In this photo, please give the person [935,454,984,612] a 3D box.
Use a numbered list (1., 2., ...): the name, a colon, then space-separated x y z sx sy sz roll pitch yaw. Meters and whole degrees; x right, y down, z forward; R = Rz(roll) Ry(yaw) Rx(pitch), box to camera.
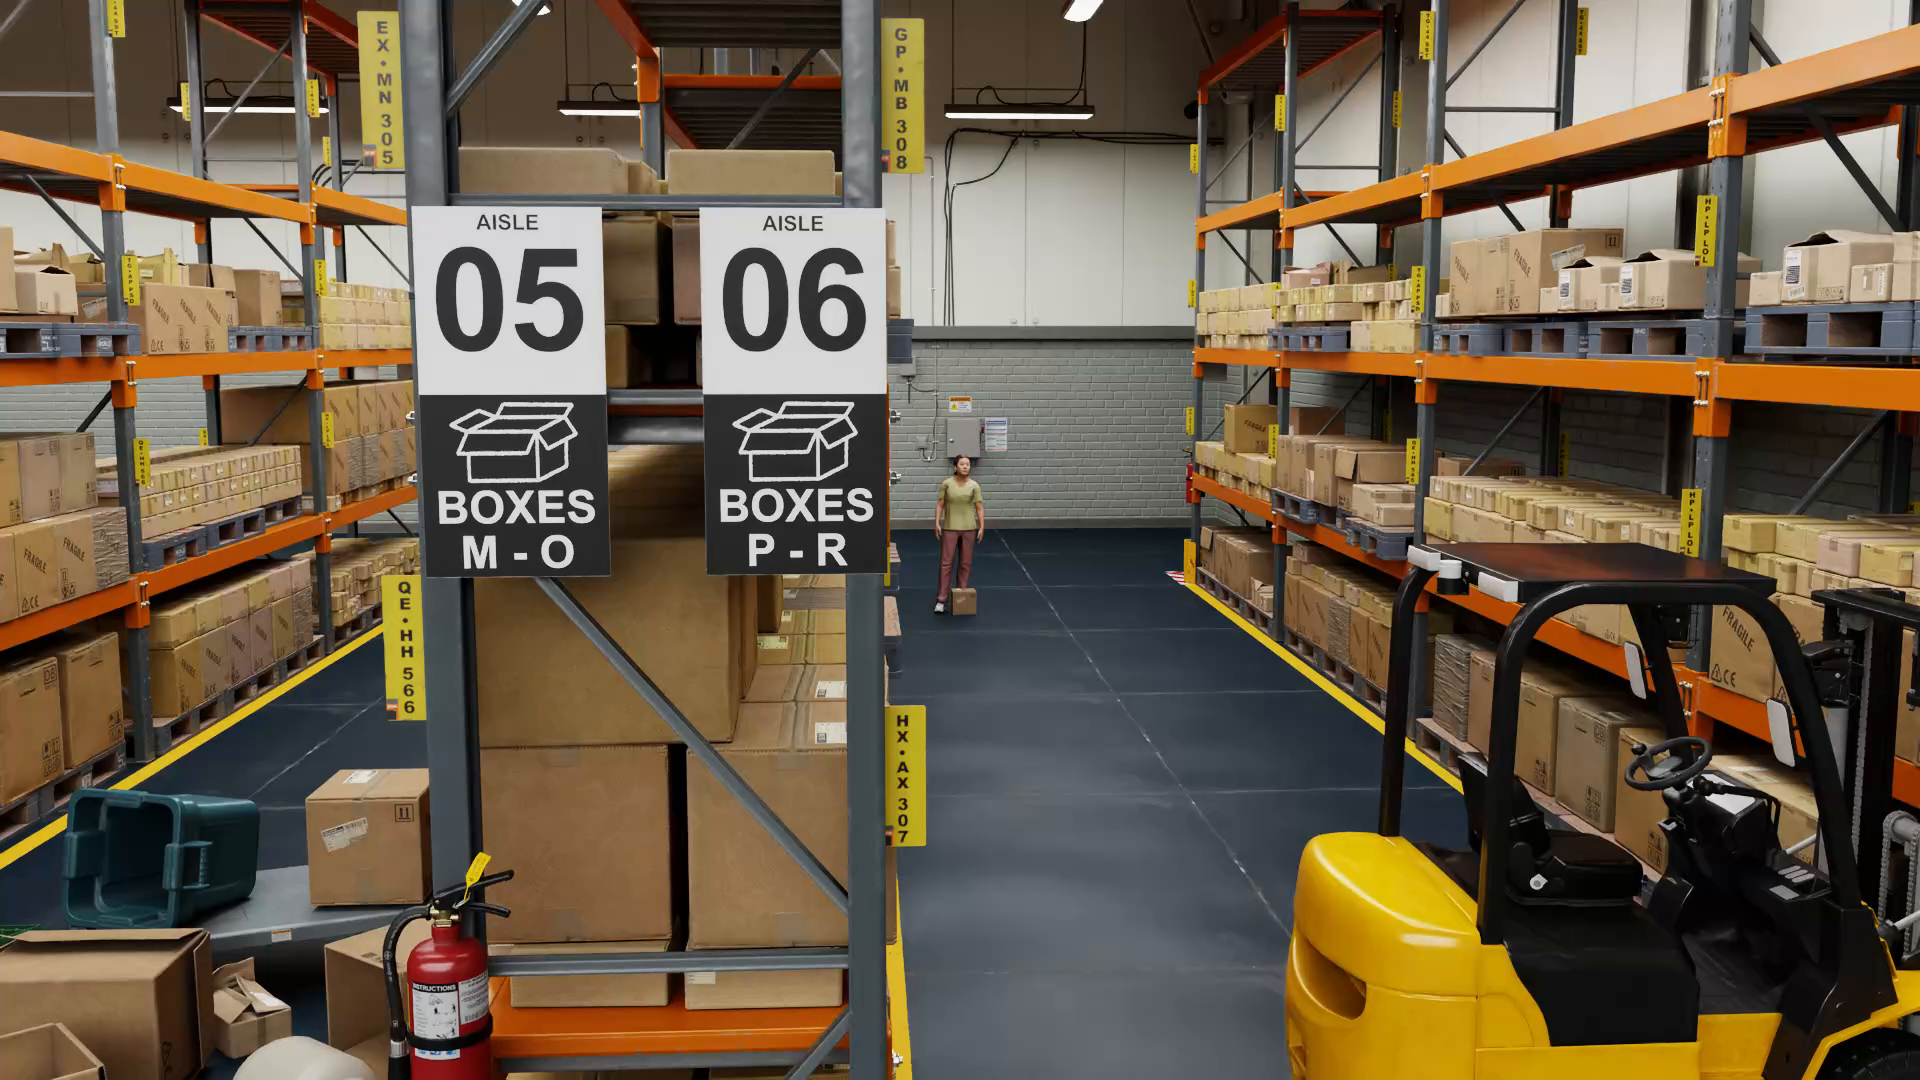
1. person: -0.009 -0.084 17.868 0.553 1.673 0.547 0 7 -4
